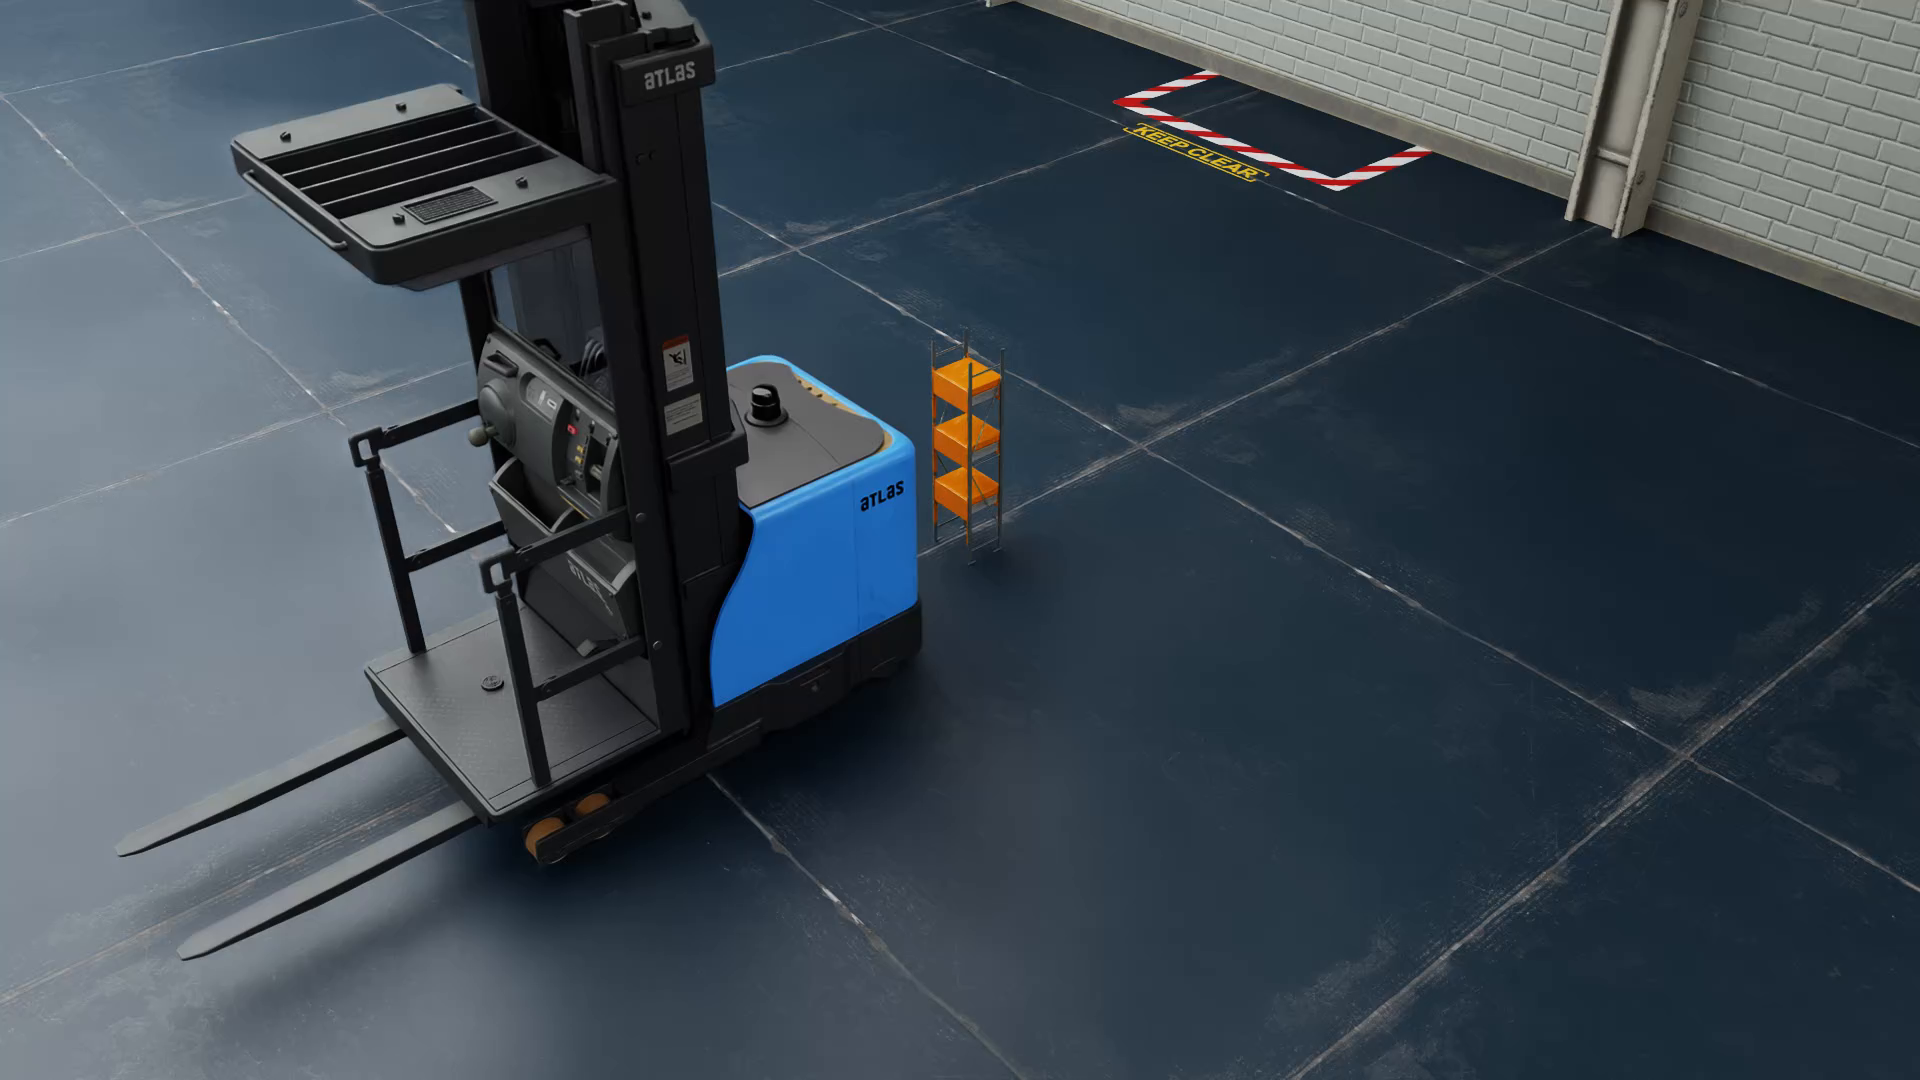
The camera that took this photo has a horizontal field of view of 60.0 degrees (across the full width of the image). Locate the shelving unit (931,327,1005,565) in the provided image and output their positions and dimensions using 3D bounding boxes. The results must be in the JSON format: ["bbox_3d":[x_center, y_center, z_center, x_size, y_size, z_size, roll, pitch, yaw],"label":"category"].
[{"bbox_3d":[0.035,-0.405,7.413,0.215,1.050,0.252,-26,43,-32],"label":"shelving unit"}]

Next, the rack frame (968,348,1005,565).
[{"bbox_3d":[0.113,-0.351,7.337,0.200,1.050,0.008,-26,43,-32],"label":"rack frame"}]

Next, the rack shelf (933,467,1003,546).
[{"bbox_3d":[0.035,-0.169,7.580,0.215,0.259,0.240,-26,43,-32],"label":"rack shelf"}]

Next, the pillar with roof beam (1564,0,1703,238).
[{"bbox_3d":[0.828,-4.098,5.750,9.100,9.000,0.400,-26,43,-32],"label":"pillar with roof beam"}]

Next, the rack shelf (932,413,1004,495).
[{"bbox_3d":[0.035,-0.396,7.419,0.215,0.259,0.240,-26,43,-32],"label":"rack shelf"}]

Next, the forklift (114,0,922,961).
[{"bbox_3d":[-1.606,-0.358,5.719,3.031,2.935,1.130,-26,43,-32],"label":"forklift"}]

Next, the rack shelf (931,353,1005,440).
[{"bbox_3d":[0.035,-0.628,7.255,0.215,0.259,0.240,-26,43,-32],"label":"rack shelf"}]

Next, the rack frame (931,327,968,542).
[{"bbox_3d":[-0.044,-0.459,7.489,0.200,1.050,0.008,-26,43,-32],"label":"rack frame"}]
